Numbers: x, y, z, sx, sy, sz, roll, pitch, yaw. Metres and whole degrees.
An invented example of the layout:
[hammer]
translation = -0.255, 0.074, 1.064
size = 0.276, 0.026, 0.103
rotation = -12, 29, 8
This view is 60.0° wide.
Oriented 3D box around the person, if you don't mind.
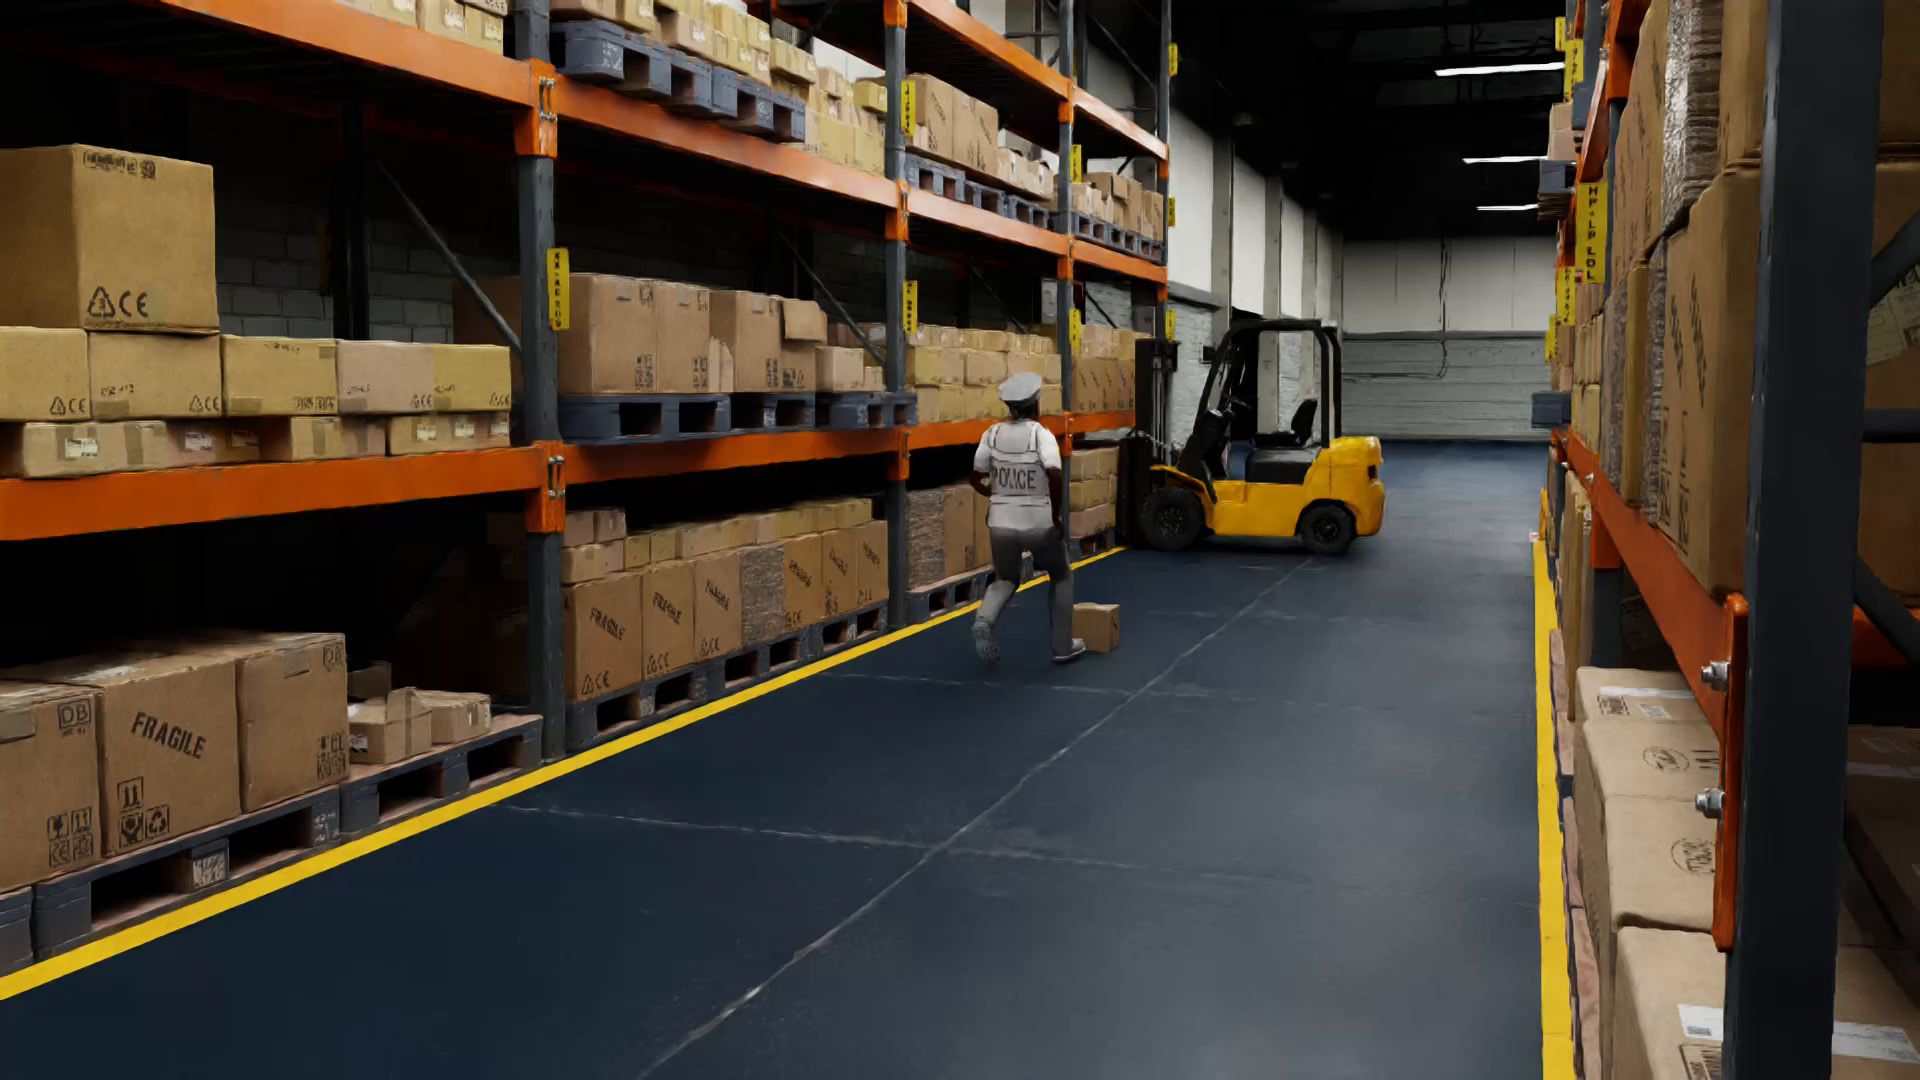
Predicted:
[person]
translation = 0.386, -0.115, 9.158
size = 0.583, 1.597, 0.759
rotation = 2, 6, 20
